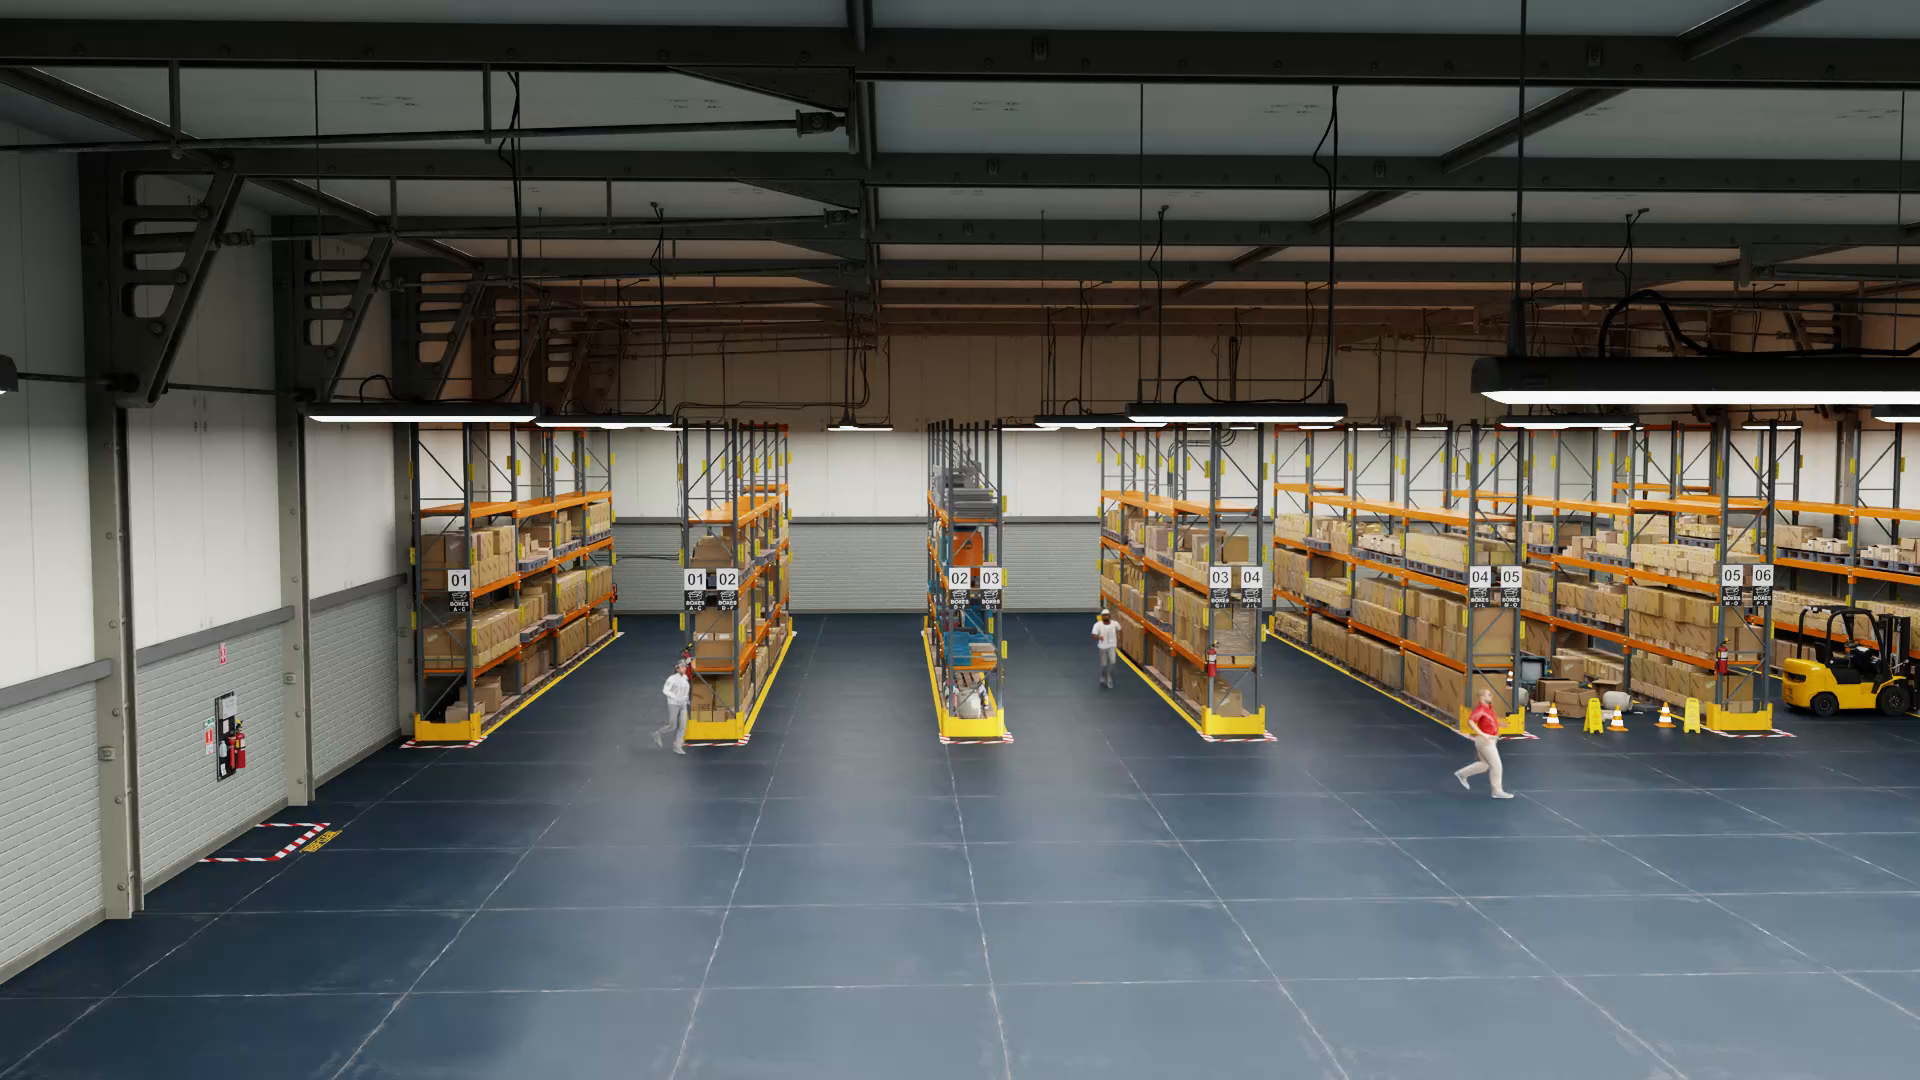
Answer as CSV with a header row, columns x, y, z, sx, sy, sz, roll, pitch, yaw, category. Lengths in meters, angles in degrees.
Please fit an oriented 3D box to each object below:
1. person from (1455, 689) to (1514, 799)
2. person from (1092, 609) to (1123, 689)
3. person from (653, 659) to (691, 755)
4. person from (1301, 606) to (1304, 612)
x,y,z,sx,sy,sz,roll,pitch,yaw,category
8.253,3.187,26.174,0.920,1.697,0.674,2,4,26,person
3.337,2.457,37.594,0.707,1.802,0.757,0,4,2,person
-5.096,2.979,29.958,0.777,1.677,0.642,3,5,37,person
10.184,1.817,49.028,0.669,1.524,1.050,-4,5,-44,person
